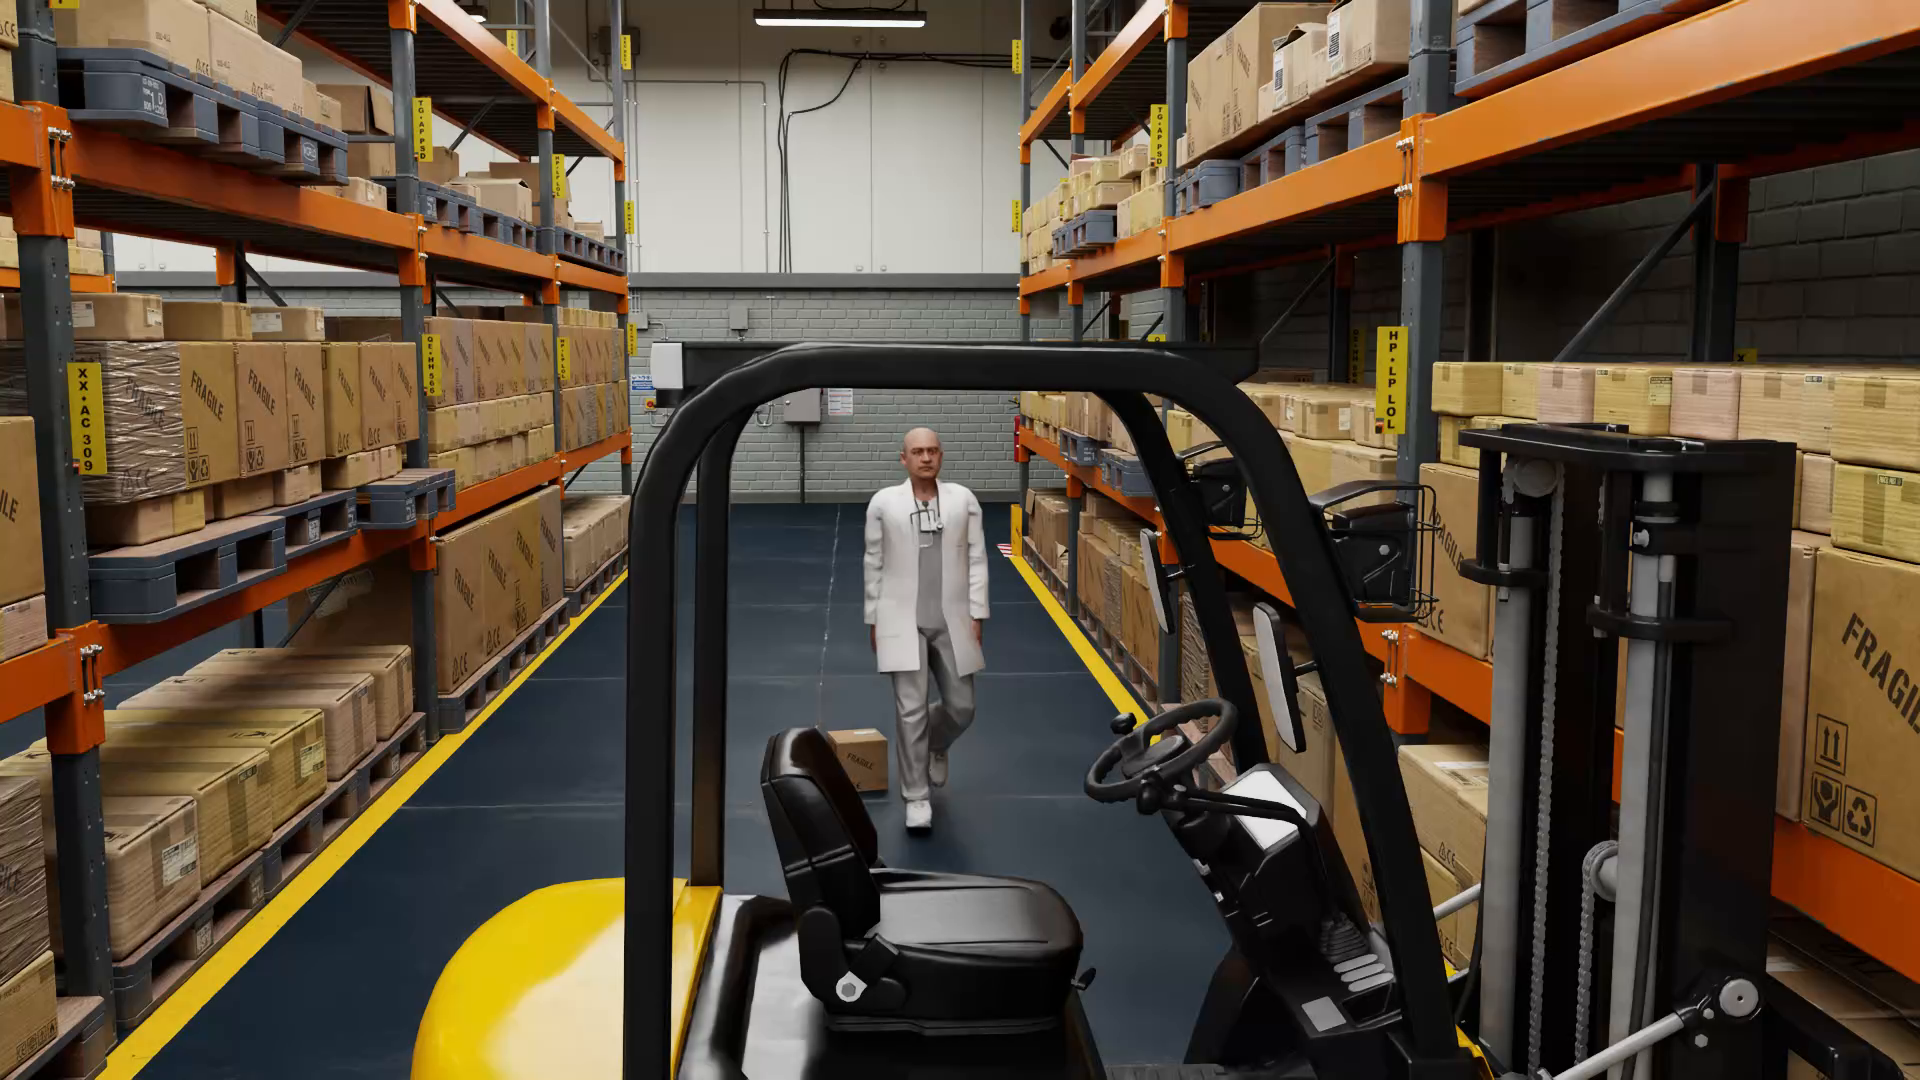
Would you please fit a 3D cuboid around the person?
[{"bbox_3d":[-0.152,0.365,7.564,0.570,1.755,0.794,-1,7,-10],"label":"person"}]
